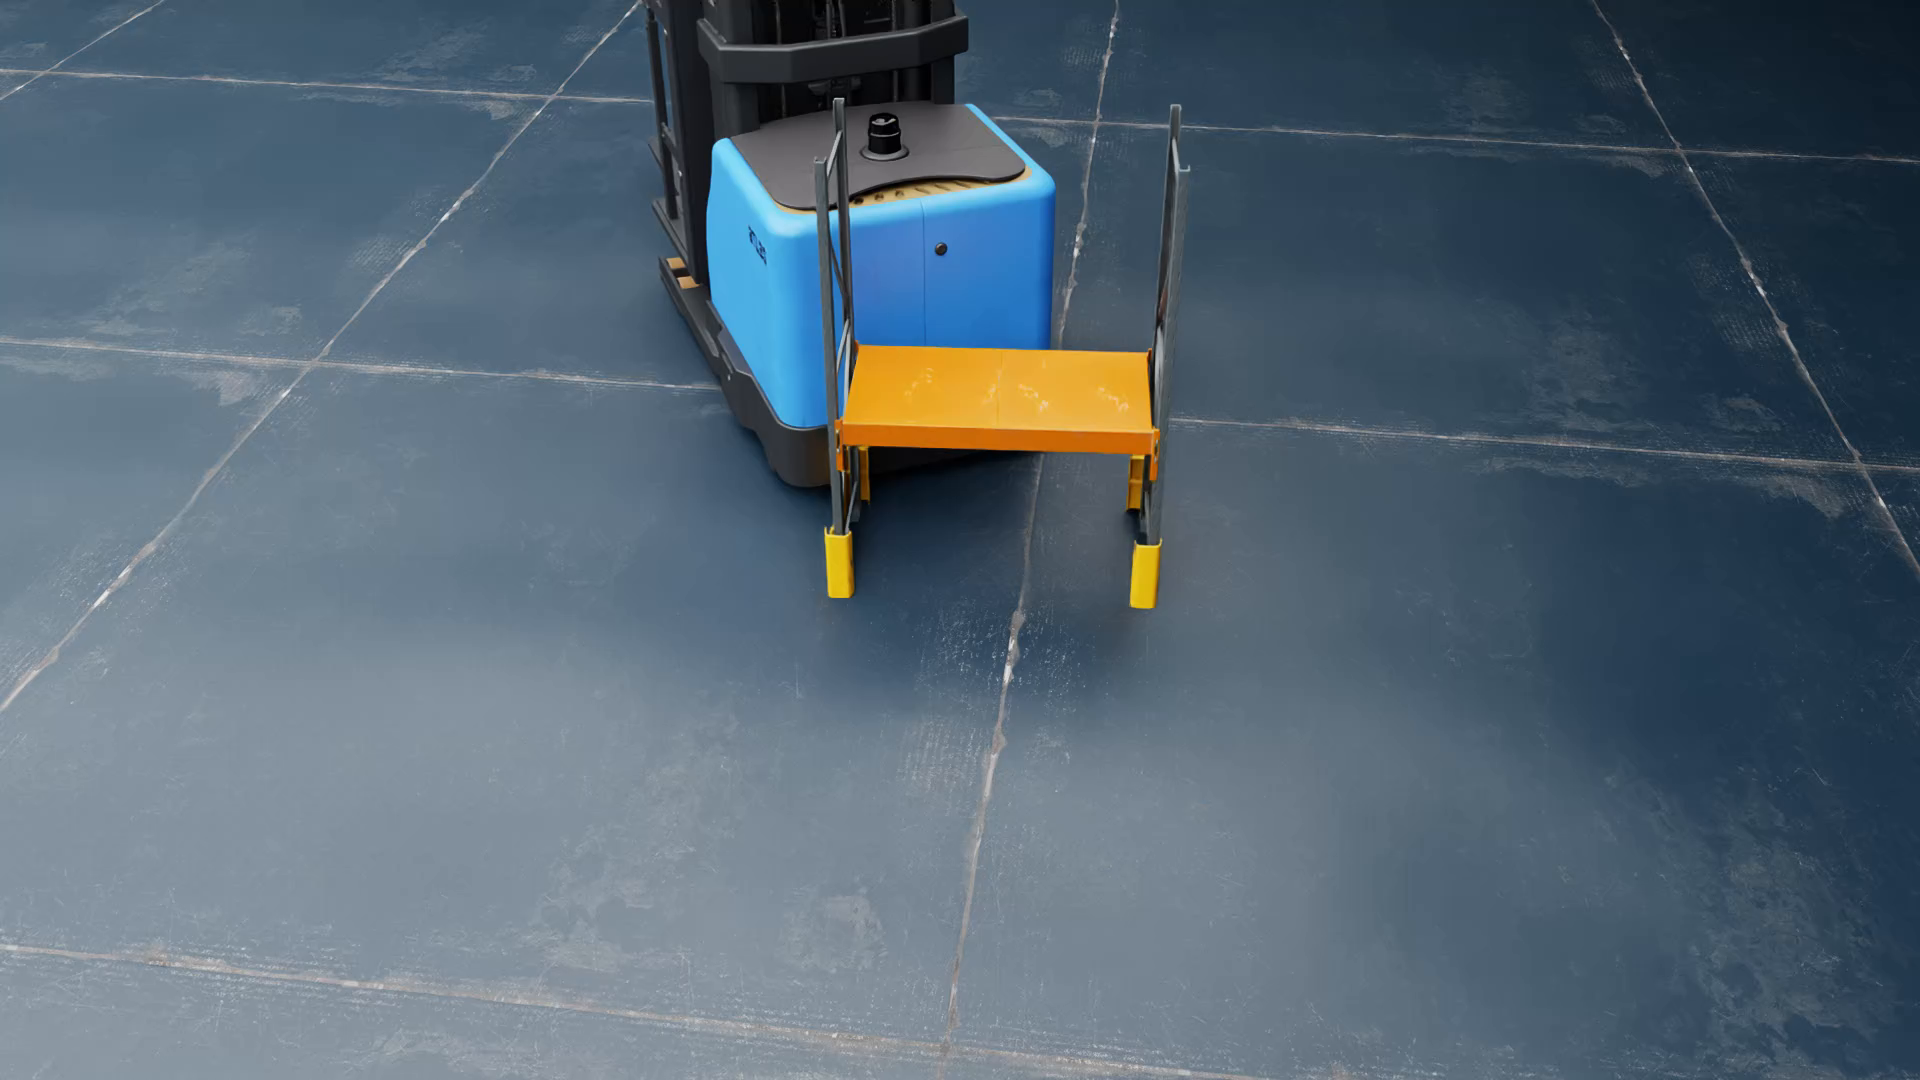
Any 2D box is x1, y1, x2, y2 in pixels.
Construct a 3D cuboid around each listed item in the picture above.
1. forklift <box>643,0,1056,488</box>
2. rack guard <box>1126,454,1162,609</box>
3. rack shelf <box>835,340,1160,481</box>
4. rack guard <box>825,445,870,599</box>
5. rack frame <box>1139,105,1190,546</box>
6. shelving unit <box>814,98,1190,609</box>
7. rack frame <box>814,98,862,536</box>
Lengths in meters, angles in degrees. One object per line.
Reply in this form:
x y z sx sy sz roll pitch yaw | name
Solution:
-0.661 -2.231 6.353 1.130 2.935 3.031 -13 37 -17 | forklift
0.616 -0.046 5.599 0.087 0.250 0.587 2 36 3 | rack guard
0.128 -0.424 5.363 1.000 0.185 0.538 2 36 3 | rack shelf
-0.379 -0.079 5.645 0.087 0.250 0.587 2 36 3 | rack guard
0.635 -0.554 5.235 0.032 1.500 0.500 2 36 3 | rack frame
0.119 -0.571 5.259 1.083 1.500 0.587 2 36 3 | shelving unit
-0.380 -0.588 5.282 0.032 1.500 0.500 2 36 3 | rack frame
